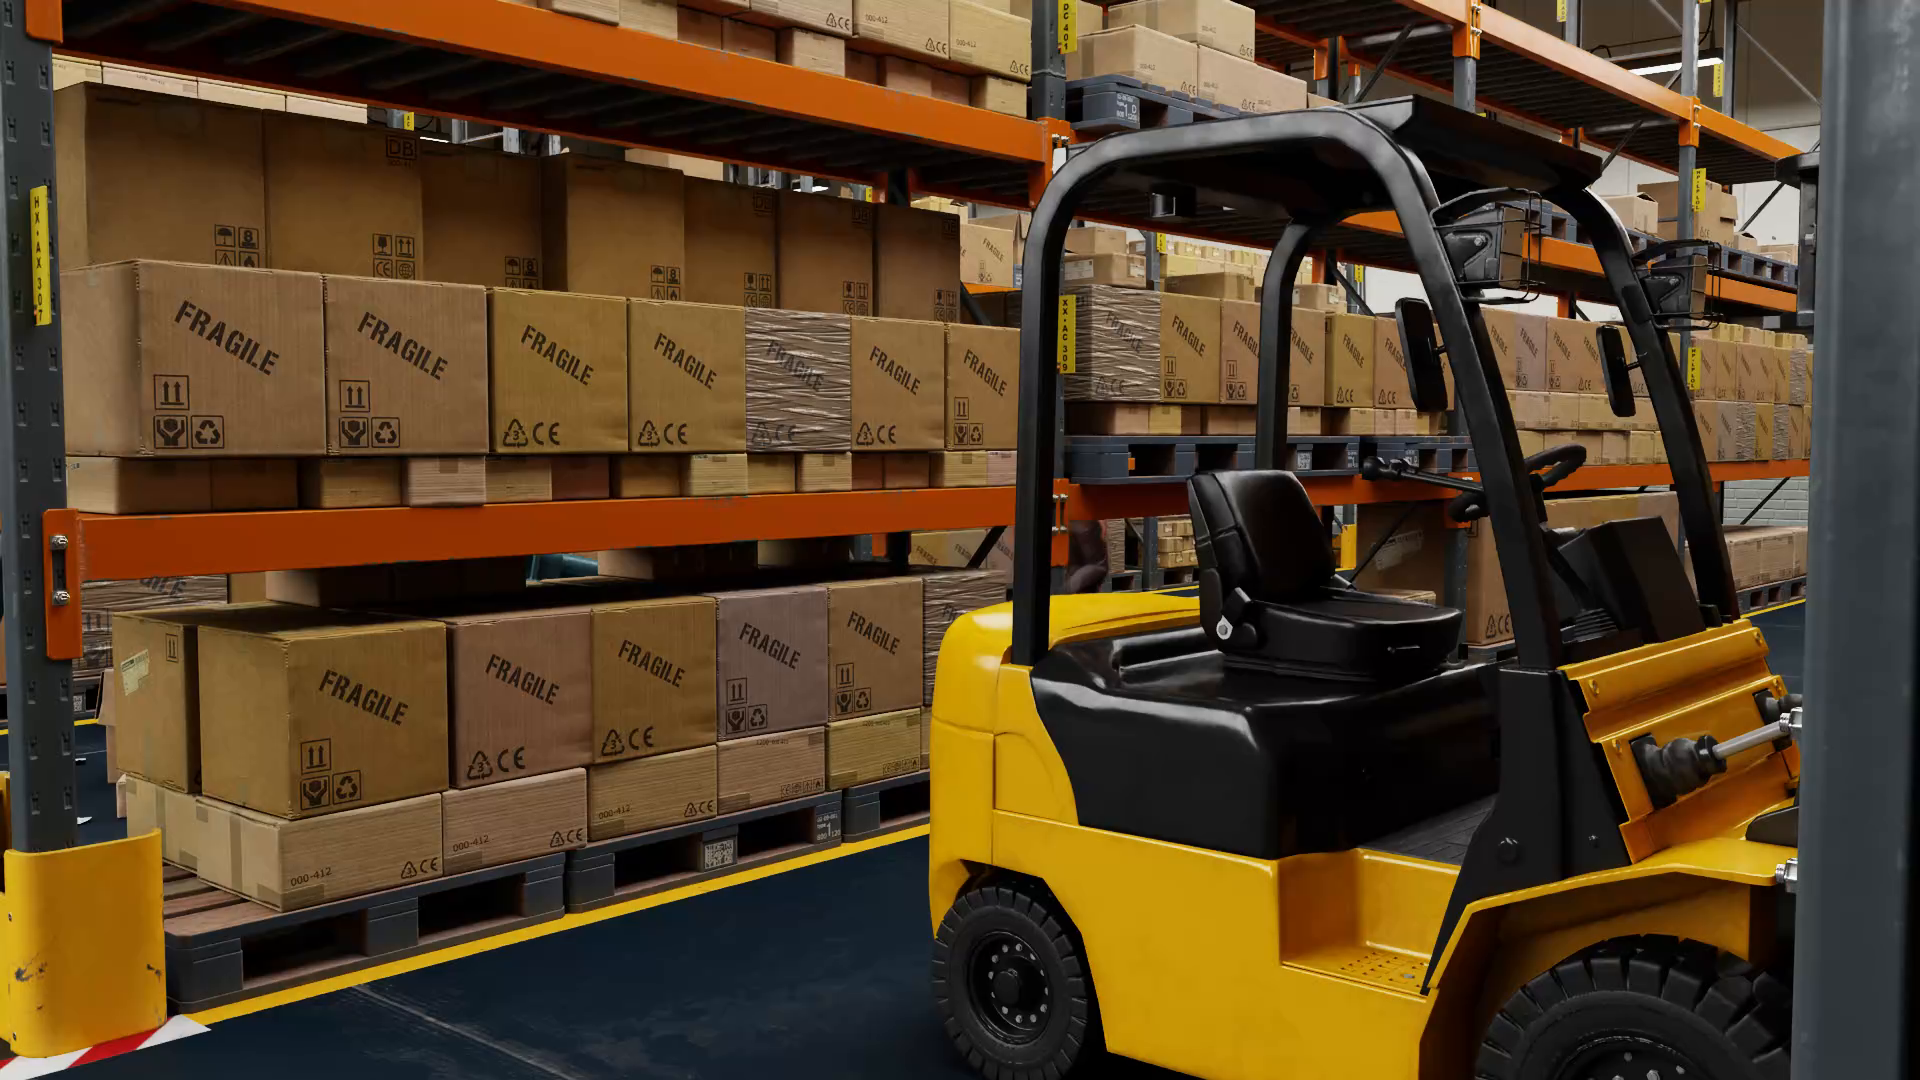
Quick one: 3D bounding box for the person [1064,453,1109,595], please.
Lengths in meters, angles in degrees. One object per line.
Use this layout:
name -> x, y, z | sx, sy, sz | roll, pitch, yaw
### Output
person -> 0.892, -0.154, 12.756 | 0.592, 1.703, 0.611 | -3, 5, -43
